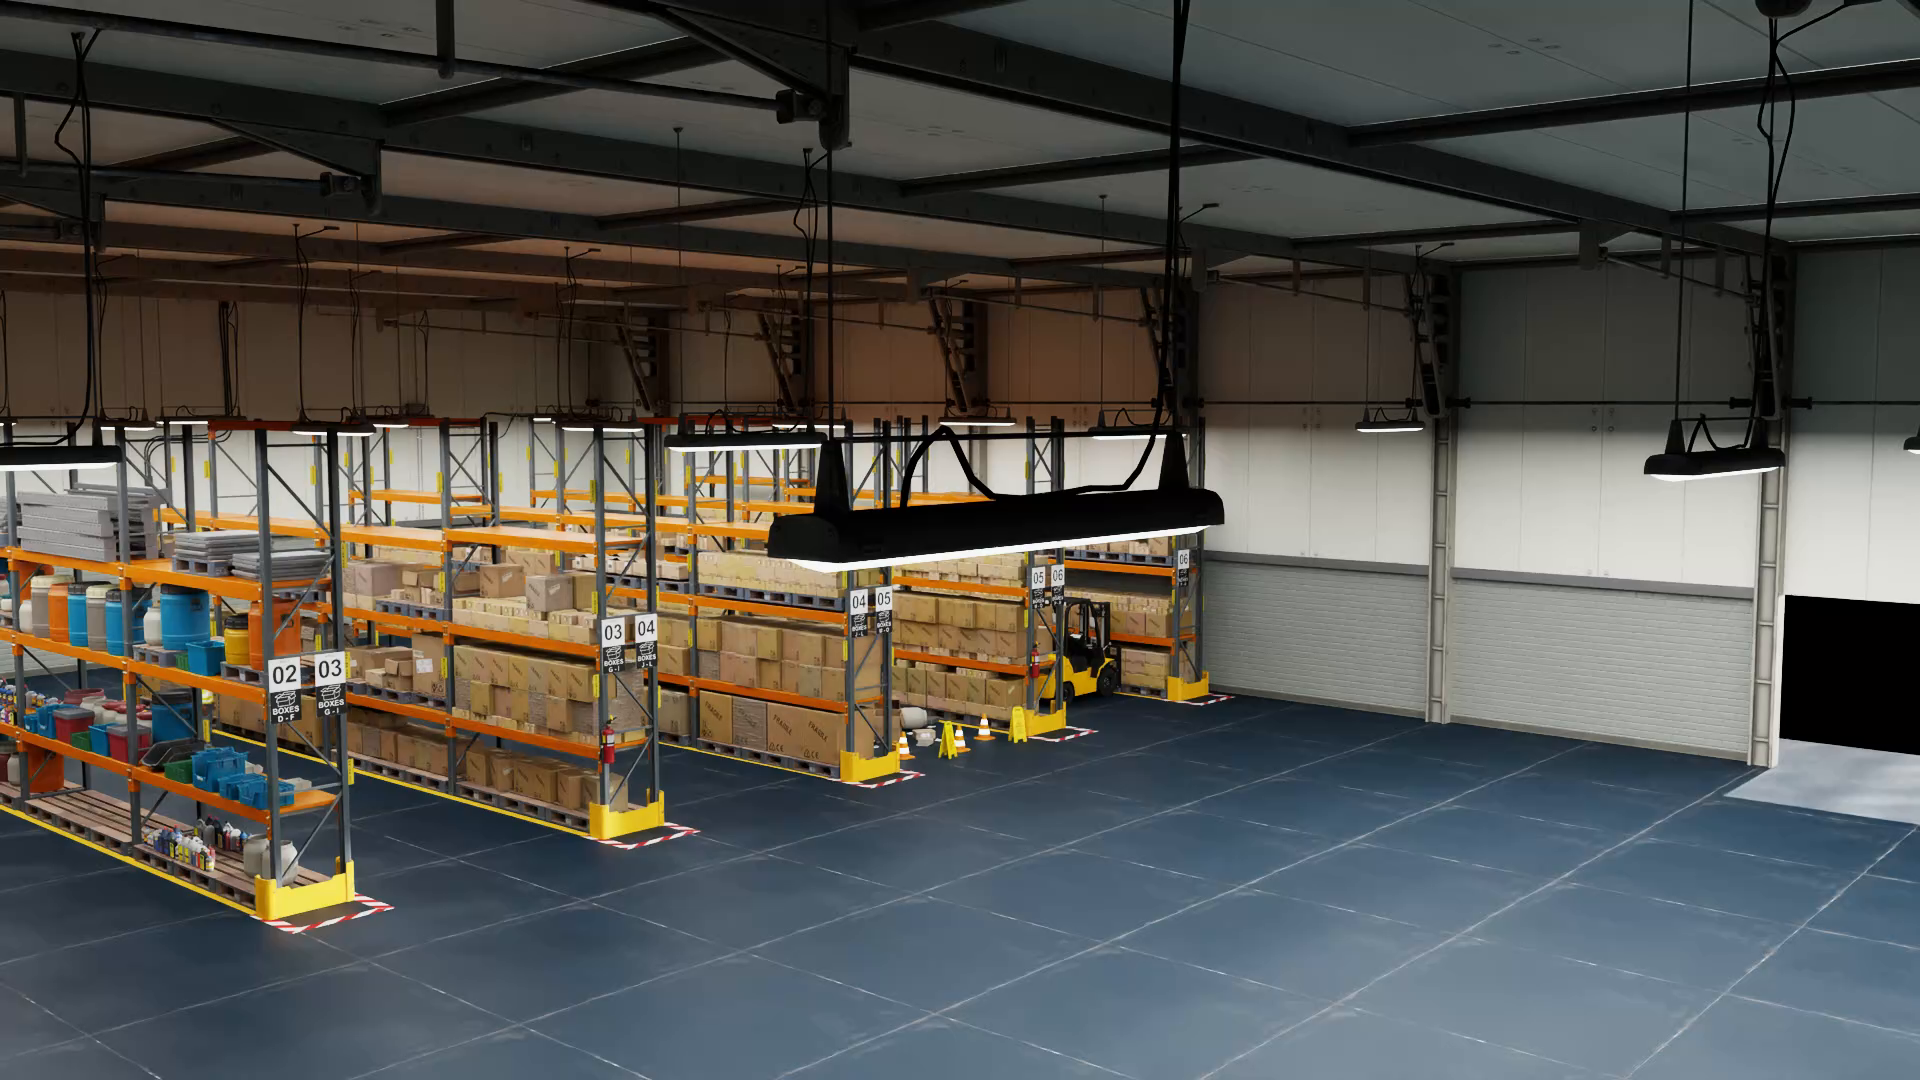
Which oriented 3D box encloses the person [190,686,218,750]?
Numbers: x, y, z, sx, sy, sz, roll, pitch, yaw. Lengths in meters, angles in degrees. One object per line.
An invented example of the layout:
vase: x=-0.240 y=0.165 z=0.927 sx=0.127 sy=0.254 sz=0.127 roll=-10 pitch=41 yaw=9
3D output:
person: x=-13.614 y=2.980 z=29.962 sx=0.498 sy=1.789 sz=0.623 roll=0 pitch=5 yaw=-3

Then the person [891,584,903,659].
person: x=-1.530 y=1.919 z=39.043 sx=0.630 sy=1.770 sz=0.417 roll=1 pitch=5 yaw=12
